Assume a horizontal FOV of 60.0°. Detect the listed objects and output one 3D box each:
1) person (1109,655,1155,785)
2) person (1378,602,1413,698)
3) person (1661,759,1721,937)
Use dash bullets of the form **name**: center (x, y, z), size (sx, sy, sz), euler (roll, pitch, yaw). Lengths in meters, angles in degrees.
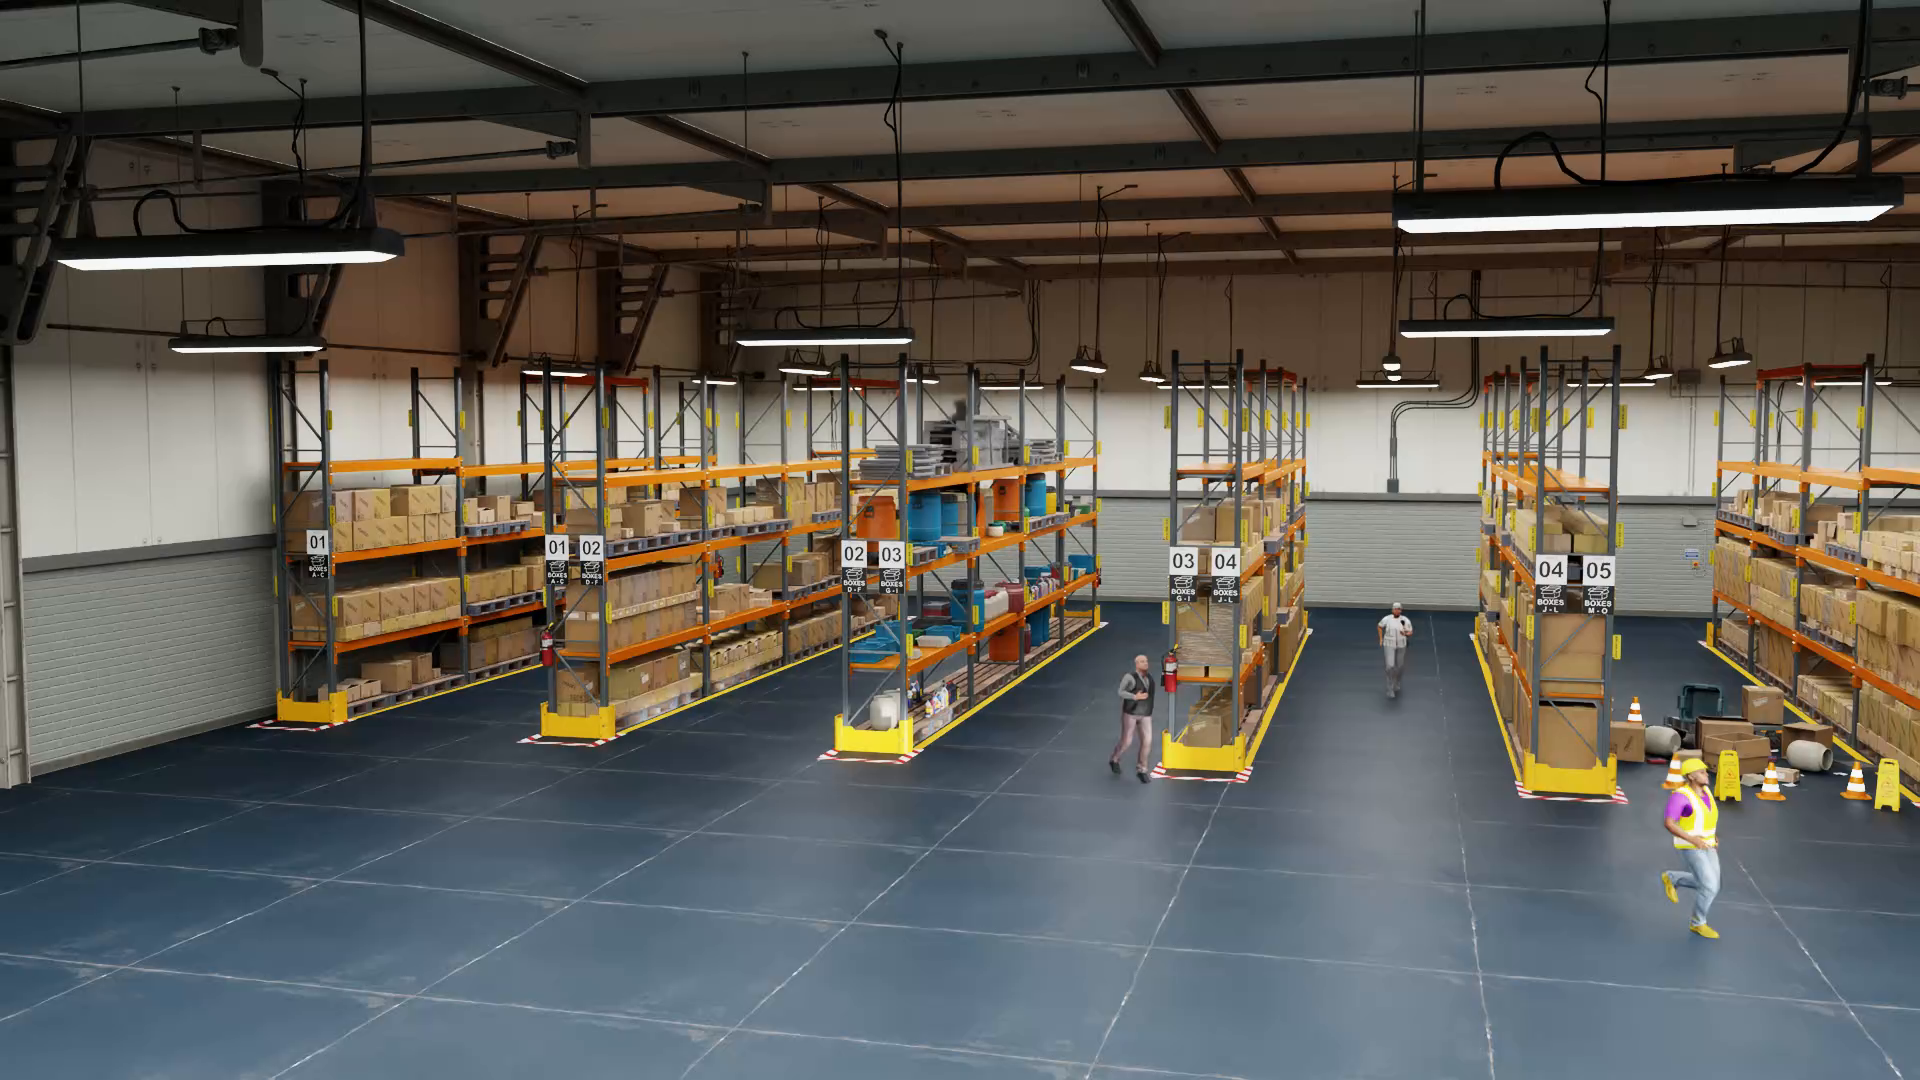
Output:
- **person**: center (2.471, 2.474, 23.195), size (0.665, 1.759, 0.851), euler (-2, 5, -25)
- **person**: center (7.940, 1.992, 30.330), size (0.582, 1.726, 0.775), euler (0, 4, 5)
- **person**: center (7.170, 2.985, 16.328), size (0.720, 1.702, 0.661), euler (-3, 5, -39)
